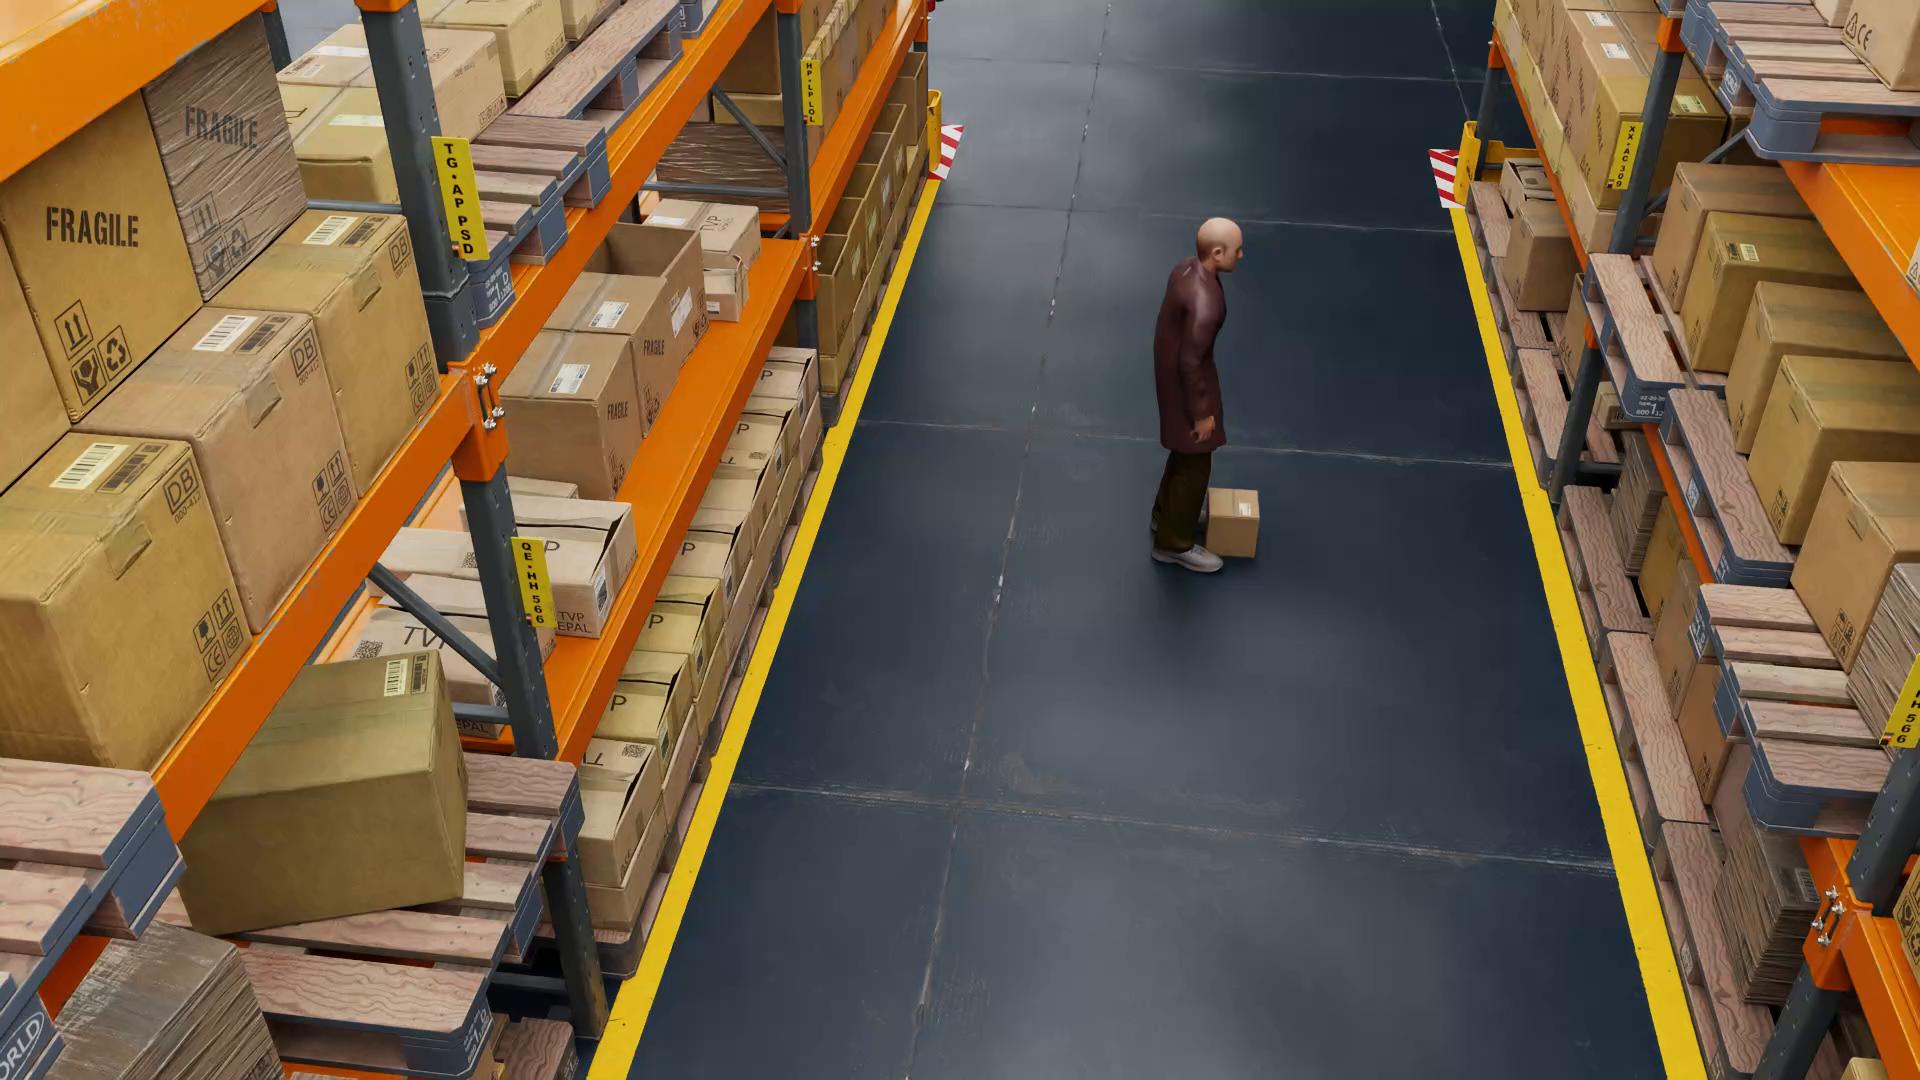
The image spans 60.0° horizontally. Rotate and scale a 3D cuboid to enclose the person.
[{"bbox_3d":[1.139,-0.727,8.069,0.429,1.772,0.646,2,36,3],"label":"person"}]
